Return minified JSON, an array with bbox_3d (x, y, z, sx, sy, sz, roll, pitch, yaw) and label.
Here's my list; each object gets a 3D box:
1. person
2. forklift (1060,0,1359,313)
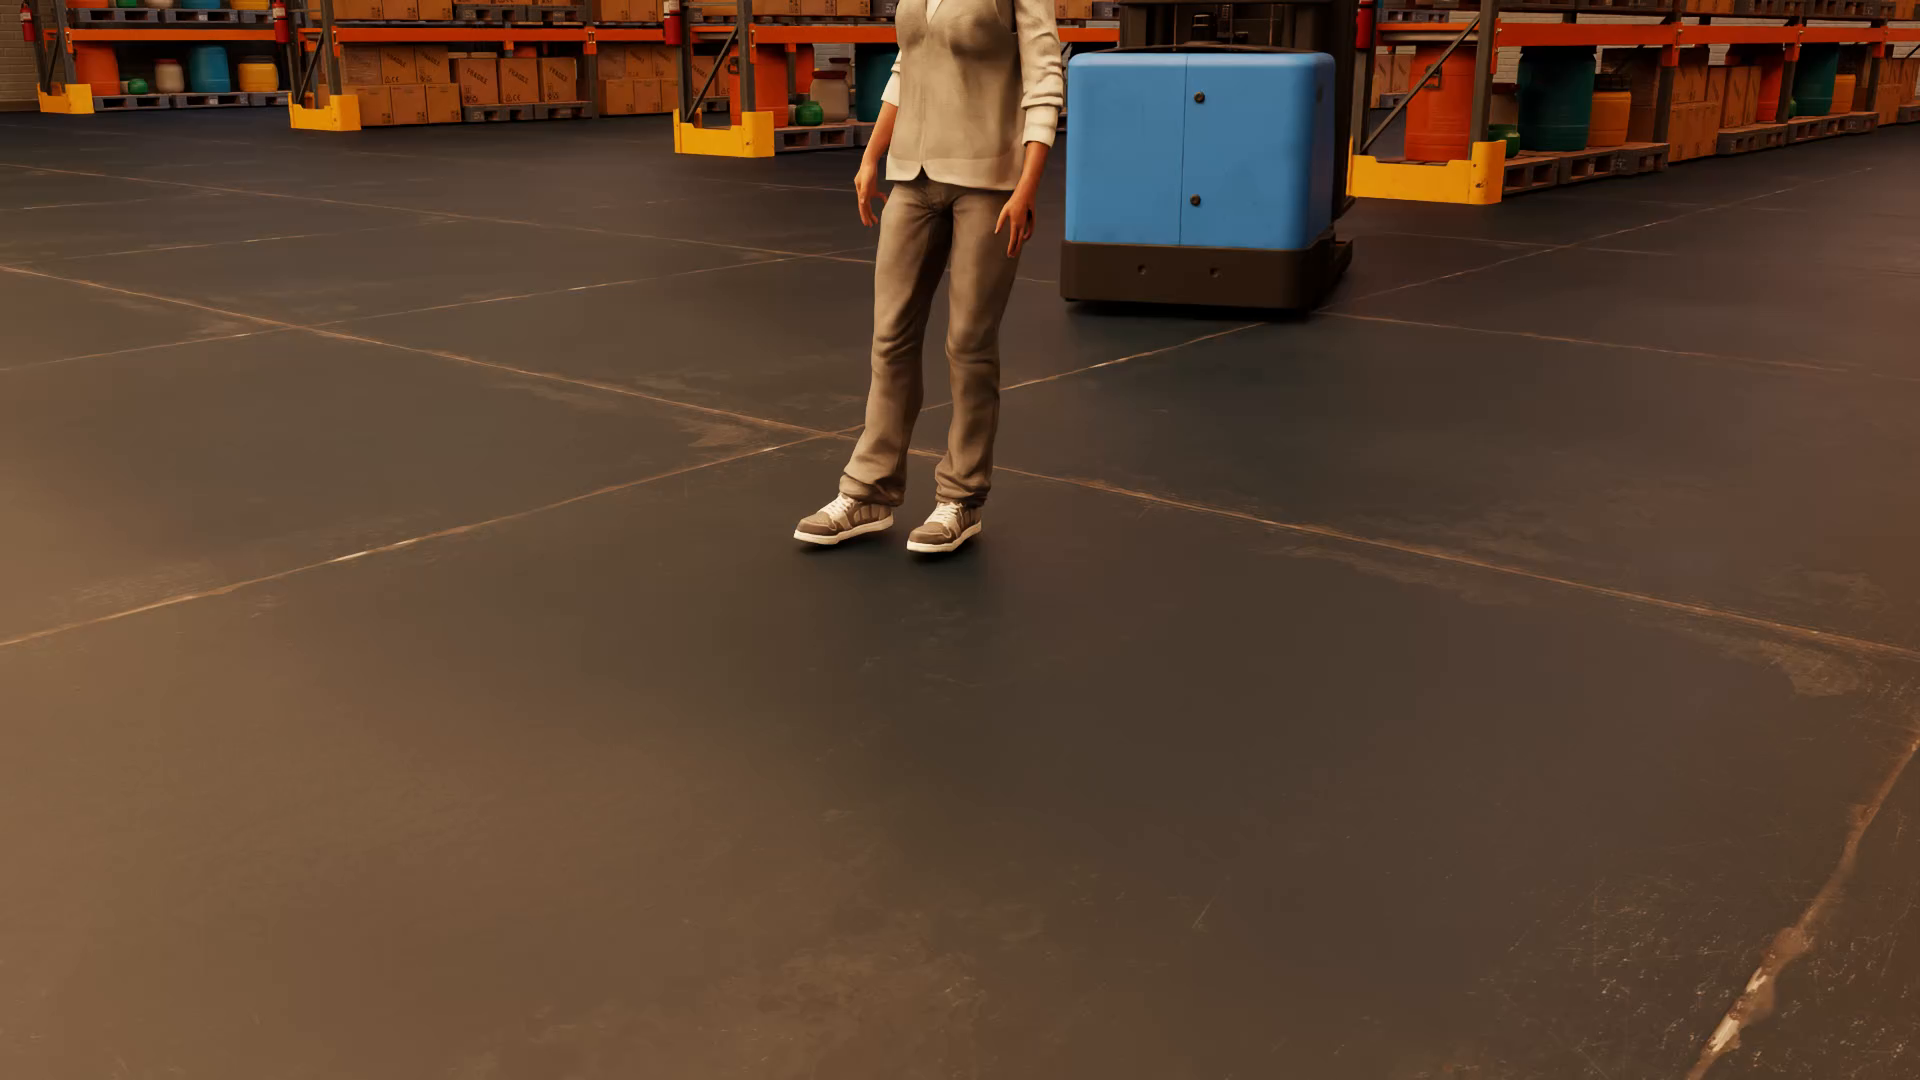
[{"bbox_3d":[-0.058,-0.757,3.662,0.520,1.597,0.475,13,21,37],"label":"person"},{"bbox_3d":[1.363,-2.737,7.912,1.130,2.935,3.031,5,18,17],"label":"forklift"}]
